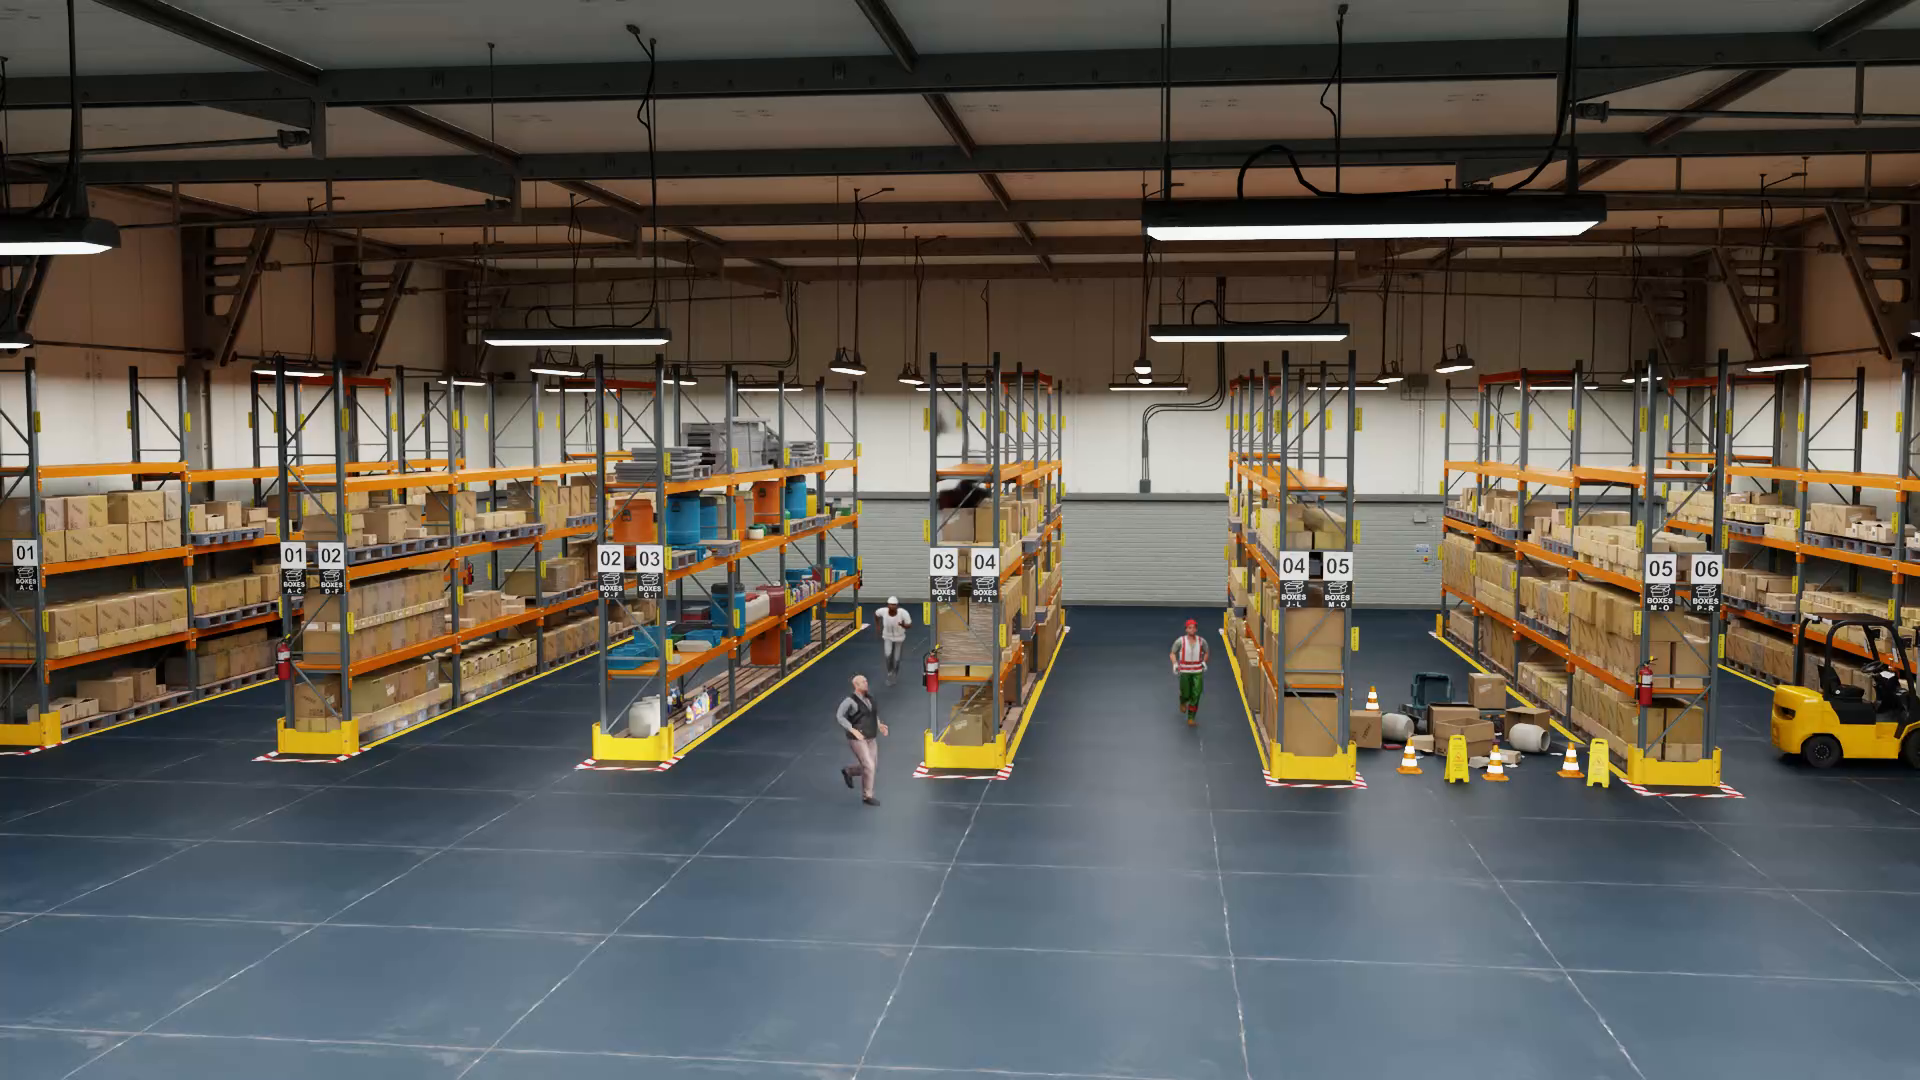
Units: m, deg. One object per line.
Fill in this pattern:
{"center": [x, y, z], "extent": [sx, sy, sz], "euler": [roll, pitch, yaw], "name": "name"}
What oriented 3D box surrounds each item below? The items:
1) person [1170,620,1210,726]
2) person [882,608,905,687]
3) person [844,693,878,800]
{"center": [3.832, 2.187, 27.614], "extent": [0.658, 1.743, 0.626], "euler": [0, 4, -2], "name": "person"}
{"center": [-1.253, 1.991, 31.507], "extent": [0.434, 1.426, 0.428], "euler": [0, 4, -4], "name": "person"}
{"center": [-1.335, 2.701, 21.913], "extent": [0.640, 1.400, 0.447], "euler": [3, 5, 37], "name": "person"}
